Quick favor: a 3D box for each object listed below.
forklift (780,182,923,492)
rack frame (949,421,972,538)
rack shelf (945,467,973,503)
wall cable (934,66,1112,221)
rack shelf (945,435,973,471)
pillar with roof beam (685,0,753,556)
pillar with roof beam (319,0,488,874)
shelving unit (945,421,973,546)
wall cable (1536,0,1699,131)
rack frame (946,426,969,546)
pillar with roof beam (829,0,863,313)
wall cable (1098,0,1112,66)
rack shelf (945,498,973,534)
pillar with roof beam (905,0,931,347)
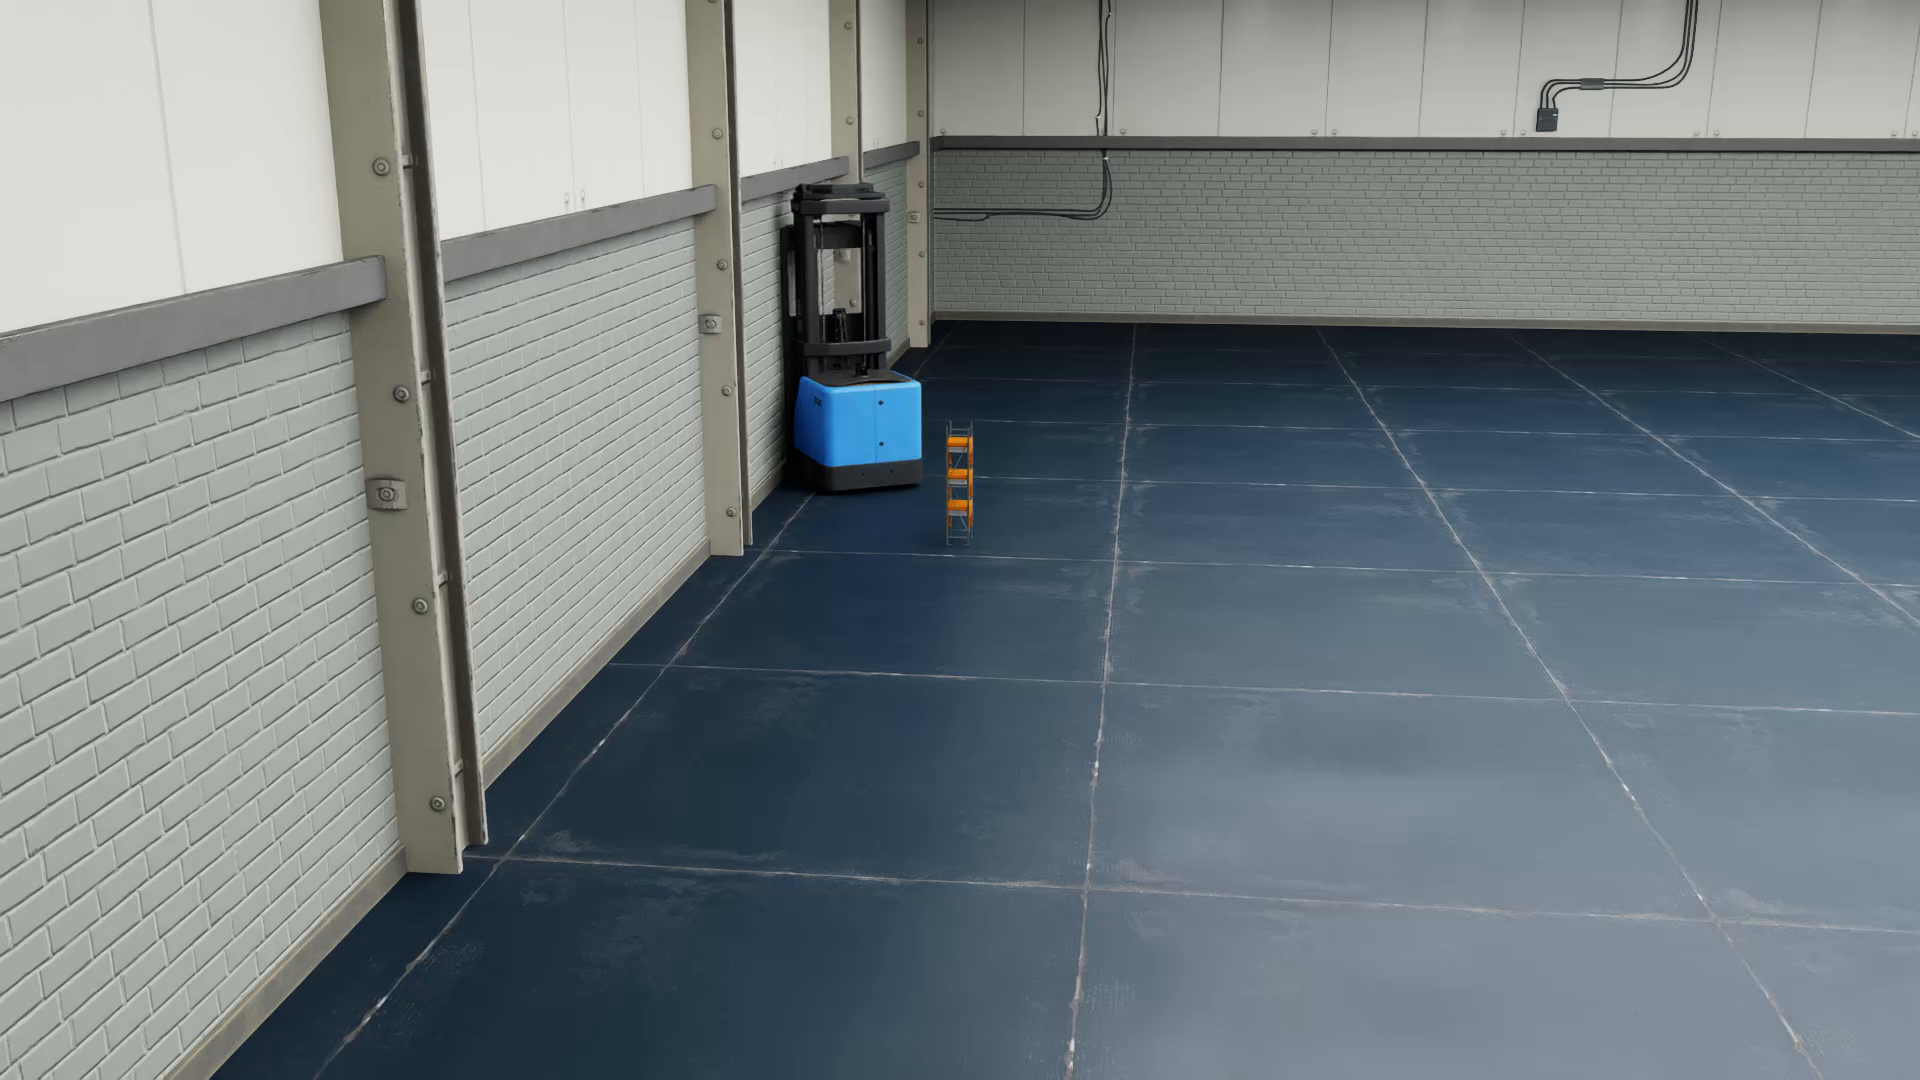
[{"bbox_3d":[-1.404,-2.229,17.292,1.130,2.935,3.031,-6,16,-22],"label":"forklift"},{"bbox_3d":[0.008,-0.525,14.591,0.200,1.050,0.008,2,15,6],"label":"rack frame"},{"bbox_3d":[-0.006,-0.483,14.476,0.215,0.259,0.240,2,15,6],"label":"rack shelf"},{"bbox_3d":[1.012,-6.604,27.794,3.097,2.526,0.112,2,15,6],"label":"wall cable"},{"bbox_3d":[-0.006,-0.757,14.402,0.215,0.259,0.240,2,15,6],"label":"rack shelf"},{"bbox_3d":[2.289,-4.139,12.728,9.100,9.000,0.400,2,15,6],"label":"pillar with roof beam"},{"bbox_3d":[1.612,-2.583,6.973,9.100,9.000,0.400,2,15,6],"label":"pillar with roof beam"},{"bbox_3d":[-0.006,-0.493,14.474,0.215,1.050,0.252,2,15,6],"label":"shelving unit"},{"bbox_3d":[10.443,-9.461,25.896,2.305,6.003,0.169,2,15,6],"label":"wall cable"},{"bbox_3d":[-0.020,-0.461,14.357,0.200,1.050,0.008,2,15,6],"label":"rack frame"},{"bbox_3d":[2.966,-5.695,18.483,9.100,9.000,0.400,2,15,6],"label":"pillar with roof beam"},{"bbox_3d":[3.700,-8.962,26.840,3.097,2.526,0.112,2,15,6],"label":"wall cable"},{"bbox_3d":[-0.006,-0.214,14.549,0.215,0.259,0.240,2,15,6],"label":"rack shelf"},{"bbox_3d":[3.643,-7.251,24.238,9.100,9.000,0.400,2,15,6],"label":"pillar with roof beam"}]
